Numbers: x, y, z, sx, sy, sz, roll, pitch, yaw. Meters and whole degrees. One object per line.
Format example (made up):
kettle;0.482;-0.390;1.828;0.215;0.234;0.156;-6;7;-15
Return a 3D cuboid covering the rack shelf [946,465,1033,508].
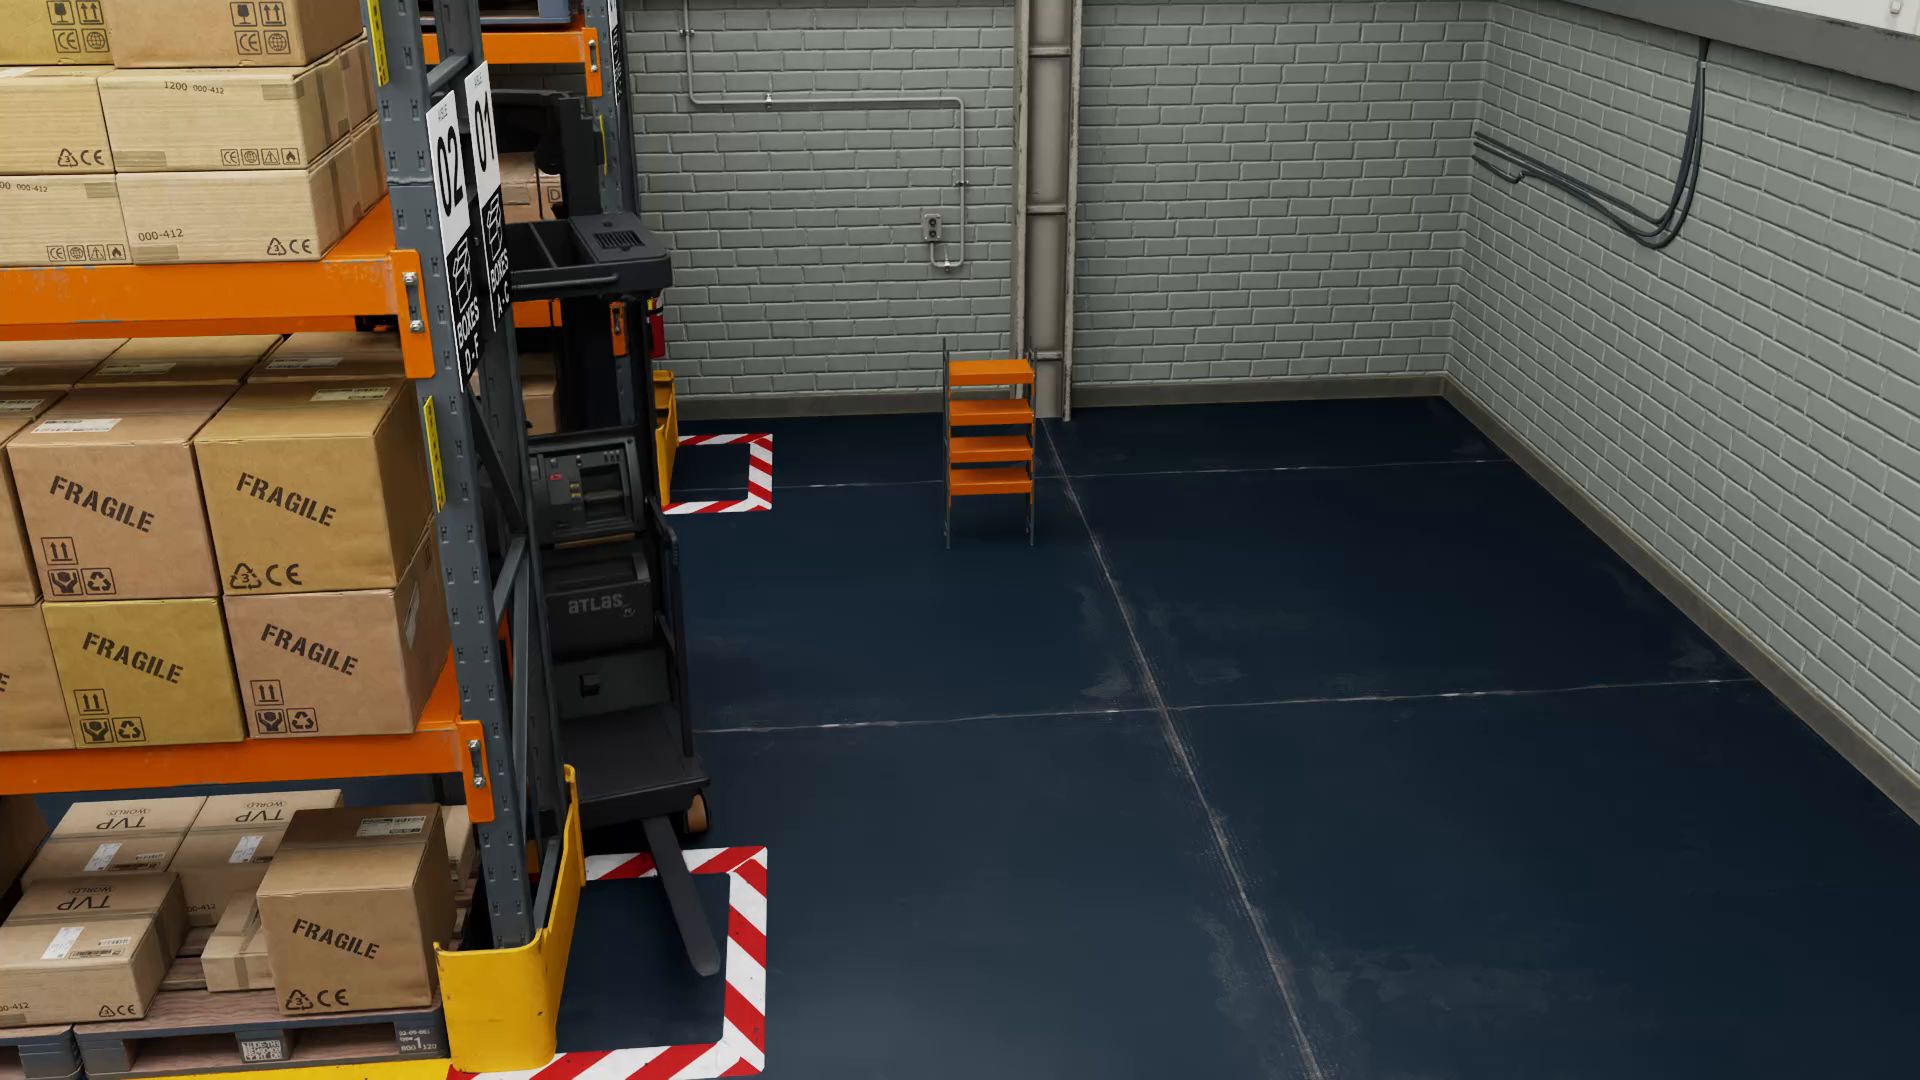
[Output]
rack shelf;0.165;-0.312;9.629;0.480;0.148;0.258;-2;24;-5

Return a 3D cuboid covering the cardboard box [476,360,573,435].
cardboard box;-2.725;-0.781;10.374;0.500;0.500;0.700;-2;24;-5

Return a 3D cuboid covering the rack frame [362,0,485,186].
rack frame;-1.548;-2.539;4.382;0.127;3.000;1.000;-2;24;-5

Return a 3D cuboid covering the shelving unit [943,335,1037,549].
shelving unit;0.165;-0.555;9.521;0.503;1.200;0.258;-2;24;-5

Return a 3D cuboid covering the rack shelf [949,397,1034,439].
rack shelf;0.165;-0.698;9.458;0.480;0.148;0.258;-2;24;-5

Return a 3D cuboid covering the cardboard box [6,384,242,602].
cardboard box;-2.467;-0.150;5.041;0.500;0.500;0.500;-2;24;-4

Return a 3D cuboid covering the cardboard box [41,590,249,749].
cardboard box;-2.483;0.307;5.243;0.500;0.500;0.500;-2;24;-5

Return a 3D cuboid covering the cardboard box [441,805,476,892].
cardboard box;-1.998;1.182;6.365;0.250;0.149;0.380;-2;24;-5

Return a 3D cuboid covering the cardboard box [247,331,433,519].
cardboard box;-2.015;-0.389;5.577;0.500;0.500;0.500;-2;24;-4

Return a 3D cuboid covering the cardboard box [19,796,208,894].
cardboard box;-3.112;1.205;6.189;0.500;0.250;0.500;-2;24;-5

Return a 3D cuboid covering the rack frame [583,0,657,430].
rack frame;-2.039;-1.799;10.105;0.127;3.000;1.000;-2;24;-5

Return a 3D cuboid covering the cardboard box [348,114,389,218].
cardboard box;-2.084;-1.182;5.207;0.500;0.250;0.500;-2;24;-5

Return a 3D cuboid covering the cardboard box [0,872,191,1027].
cardboard box;-3.013;1.405;5.739;0.500;0.250;0.500;-2;24;-5

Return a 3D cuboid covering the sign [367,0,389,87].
sign;-1.513;-1.347;4.305;0.005;0.325;0.100;-2;24;-5

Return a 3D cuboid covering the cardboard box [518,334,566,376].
cardboard box;-2.621;-1.163;10.435;0.250;0.149;0.380;-2;24;-5

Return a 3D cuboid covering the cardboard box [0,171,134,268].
cardboard box;-2.532;-0.957;4.701;0.500;0.250;0.500;-2;24;-5

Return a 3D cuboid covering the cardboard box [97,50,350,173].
cardboard box;-2.034;-1.204;4.642;0.500;0.250;0.500;-2;24;-5

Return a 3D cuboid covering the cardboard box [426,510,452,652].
cardboard box;-2.015;0.068;5.780;0.500;0.500;0.500;-2;24;-4

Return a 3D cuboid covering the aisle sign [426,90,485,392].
aisle sign;-1.450;-0.864;4.800;0.004;0.787;0.394;-2;24;-5

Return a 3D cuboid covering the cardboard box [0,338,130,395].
cardboard box;-3.033;-0.347;5.483;0.500;0.500;0.500;-2;24;-4

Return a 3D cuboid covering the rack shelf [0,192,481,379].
rack shelf;-3.538;-0.759;4.958;4.000;0.370;1.077;-2;24;-5

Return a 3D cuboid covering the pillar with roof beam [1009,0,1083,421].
pillar with roof beam;0.986;-3.258;6.001;0.400;9.000;9.100;-2;24;-5

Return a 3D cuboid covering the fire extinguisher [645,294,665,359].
fire extinguisher;-1.843;-1.413;9.791;0.183;0.674;0.296;-2;24;-5

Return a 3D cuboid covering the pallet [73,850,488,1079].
pallet;-2.417;1.512;6.088;1.213;0.211;1.003;-2;24;-5

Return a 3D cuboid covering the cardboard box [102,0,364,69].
cardboard box;-2.058;-1.643;4.707;0.500;0.500;0.700;-2;24;-5

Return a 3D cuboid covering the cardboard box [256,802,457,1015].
cardboard box;-2.065;1.265;5.746;0.500;0.500;0.500;-2;24;-5

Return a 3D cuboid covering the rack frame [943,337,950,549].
rack frame;-0.078;-0.545;9.499;0.015;1.200;0.240;-2;24;-5

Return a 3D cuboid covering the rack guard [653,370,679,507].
rack guard;-2.015;-0.658;10.615;0.348;0.500;1.175;-2;24;-5

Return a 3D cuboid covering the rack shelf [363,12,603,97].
rack shelf;-4.029;-2.762;9.462;4.000;0.370;1.077;-2;24;-5

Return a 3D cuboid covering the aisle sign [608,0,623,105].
aisle sign;-1.937;-2.869;9.311;0.004;0.787;0.394;-2;24;-5

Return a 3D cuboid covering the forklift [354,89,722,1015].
forklift;-1.678;-0.155;6.490;1.130;2.935;3.031;-9;25;-18

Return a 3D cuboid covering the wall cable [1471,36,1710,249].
wall cable;3.625;-3.203;9.700;0.112;2.526;3.097;-2;24;-5
